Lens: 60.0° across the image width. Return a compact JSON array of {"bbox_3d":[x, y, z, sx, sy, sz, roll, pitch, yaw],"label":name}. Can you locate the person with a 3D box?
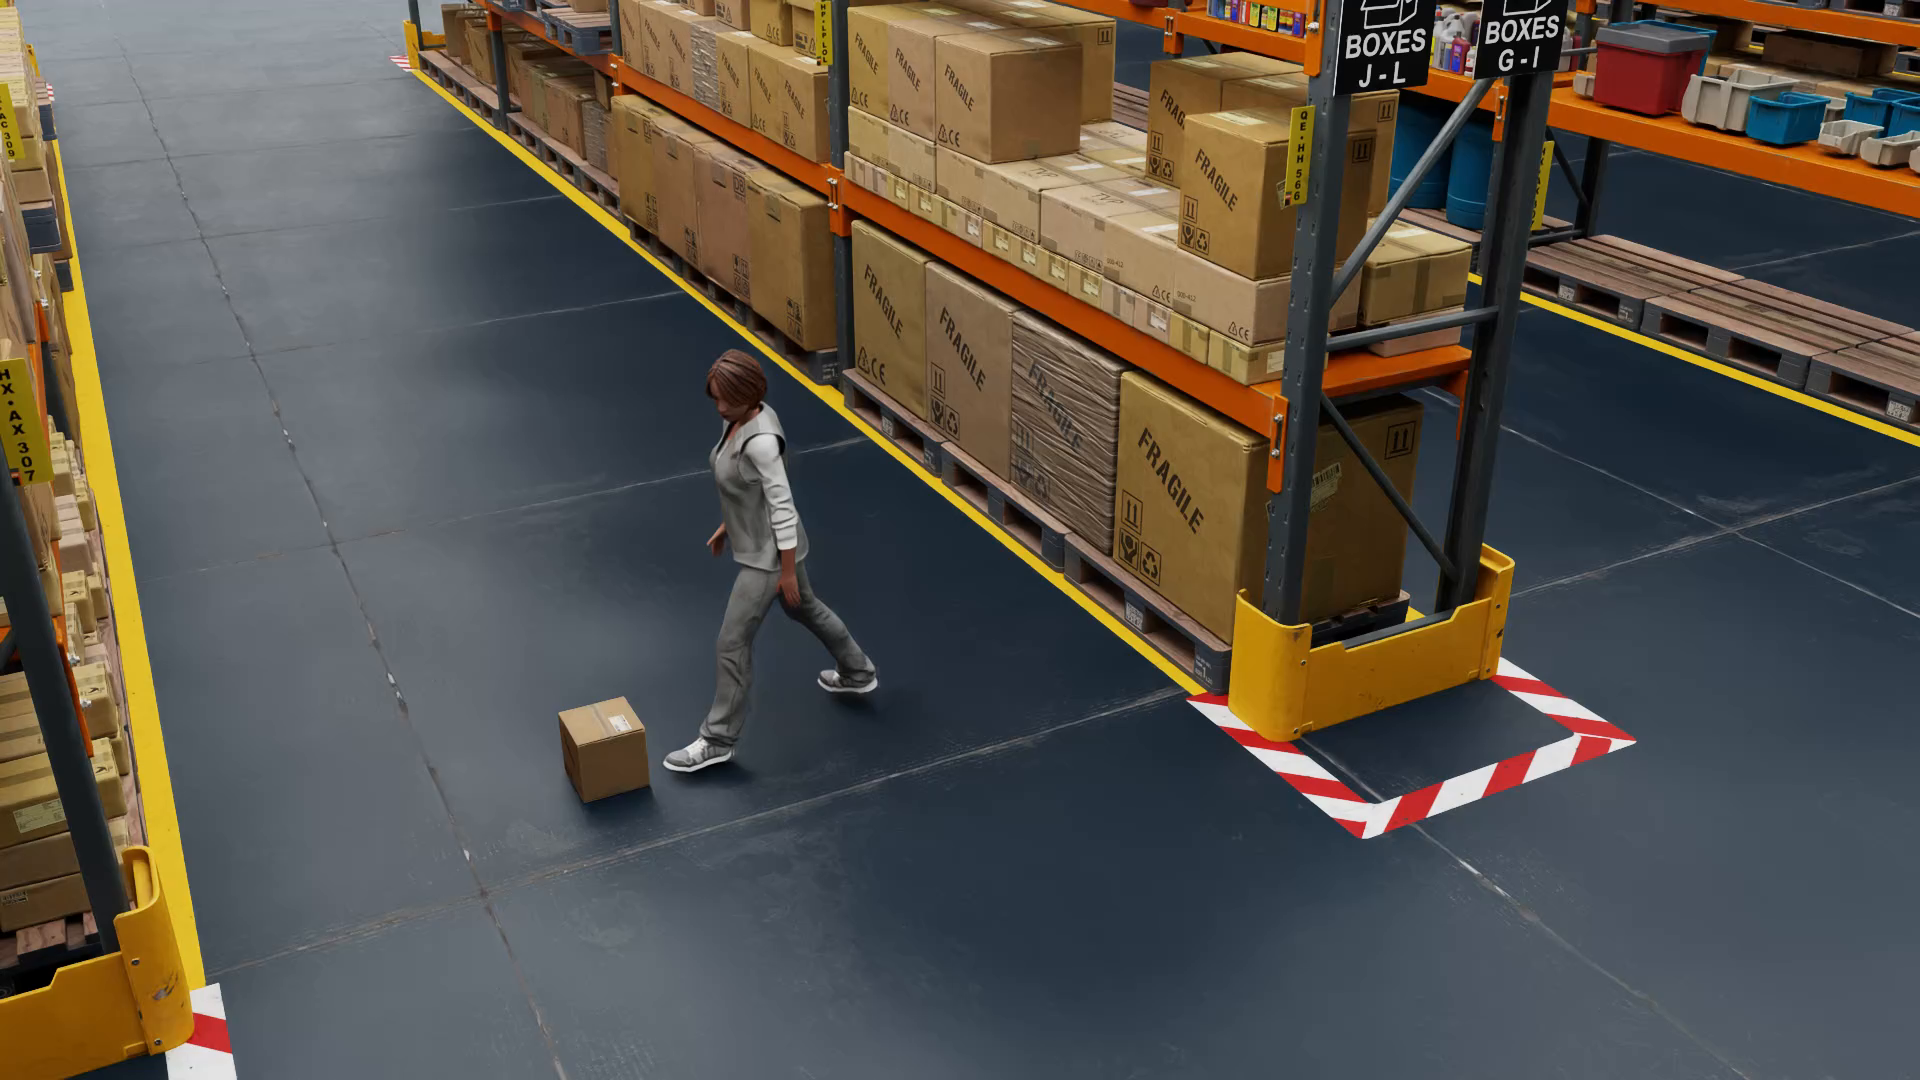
[{"bbox_3d":[-0.718,0.129,6.126,0.848,1.313,0.555,-5,26,-10],"label":"person"}]
